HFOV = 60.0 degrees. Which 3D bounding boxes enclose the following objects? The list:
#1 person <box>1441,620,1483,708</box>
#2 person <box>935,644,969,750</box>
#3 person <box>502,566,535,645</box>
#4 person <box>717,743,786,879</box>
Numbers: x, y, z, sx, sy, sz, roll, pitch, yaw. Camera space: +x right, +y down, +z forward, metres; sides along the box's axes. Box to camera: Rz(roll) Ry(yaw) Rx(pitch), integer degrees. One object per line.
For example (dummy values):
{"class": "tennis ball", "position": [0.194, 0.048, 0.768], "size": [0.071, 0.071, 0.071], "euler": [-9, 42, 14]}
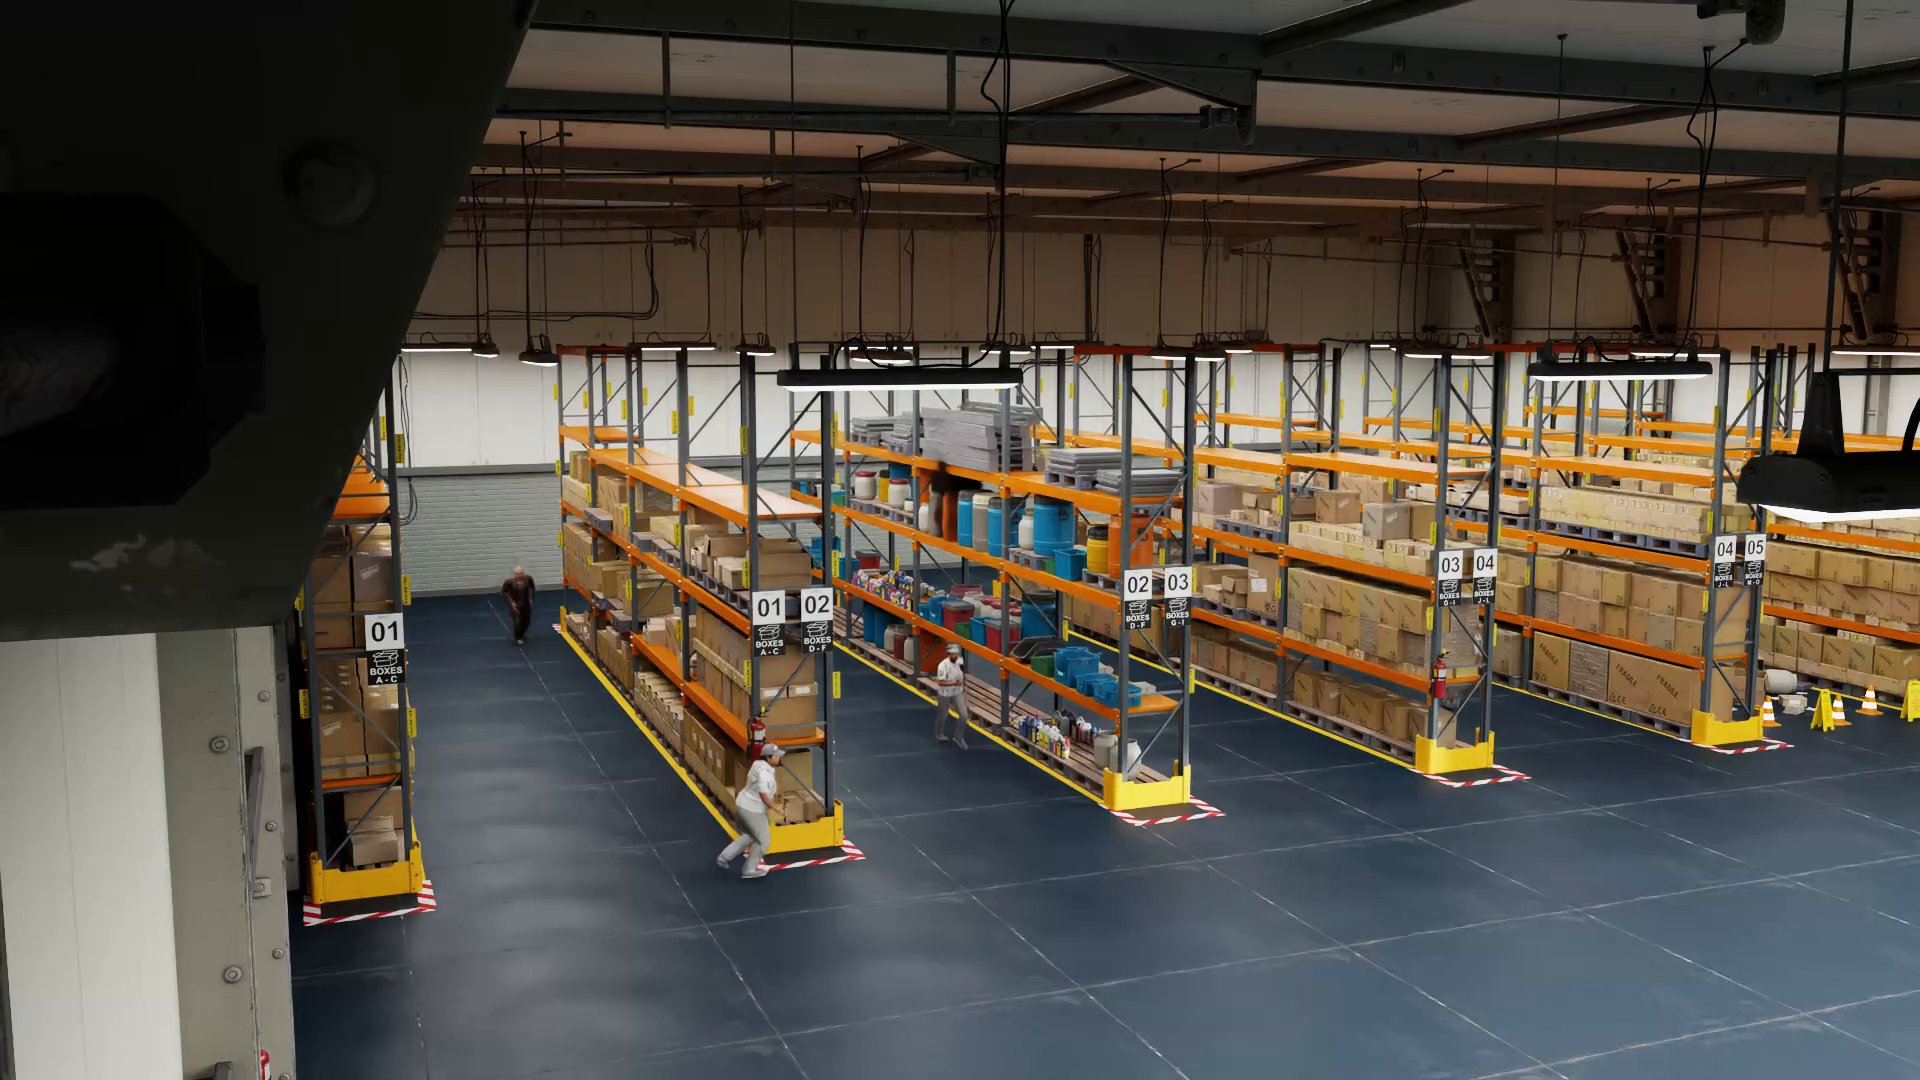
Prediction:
{"class": "person", "position": [8.372, 2.060, 27.550], "size": [0.602, 1.544, 0.910], "euler": [-4, 8, -30]}
{"class": "person", "position": [-0.141, 2.334, 25.125], "size": [0.509, 1.638, 0.934], "euler": [-3, 8, -21]}
{"class": "person", "position": [-8.873, 1.289, 33.391], "size": [0.732, 1.624, 0.911], "euler": [-6, 9, -38]}
{"class": "person", "position": [-2.403, 3.125, 19.215], "size": [0.775, 1.571, 0.610], "euler": [-2, 8, -18]}
